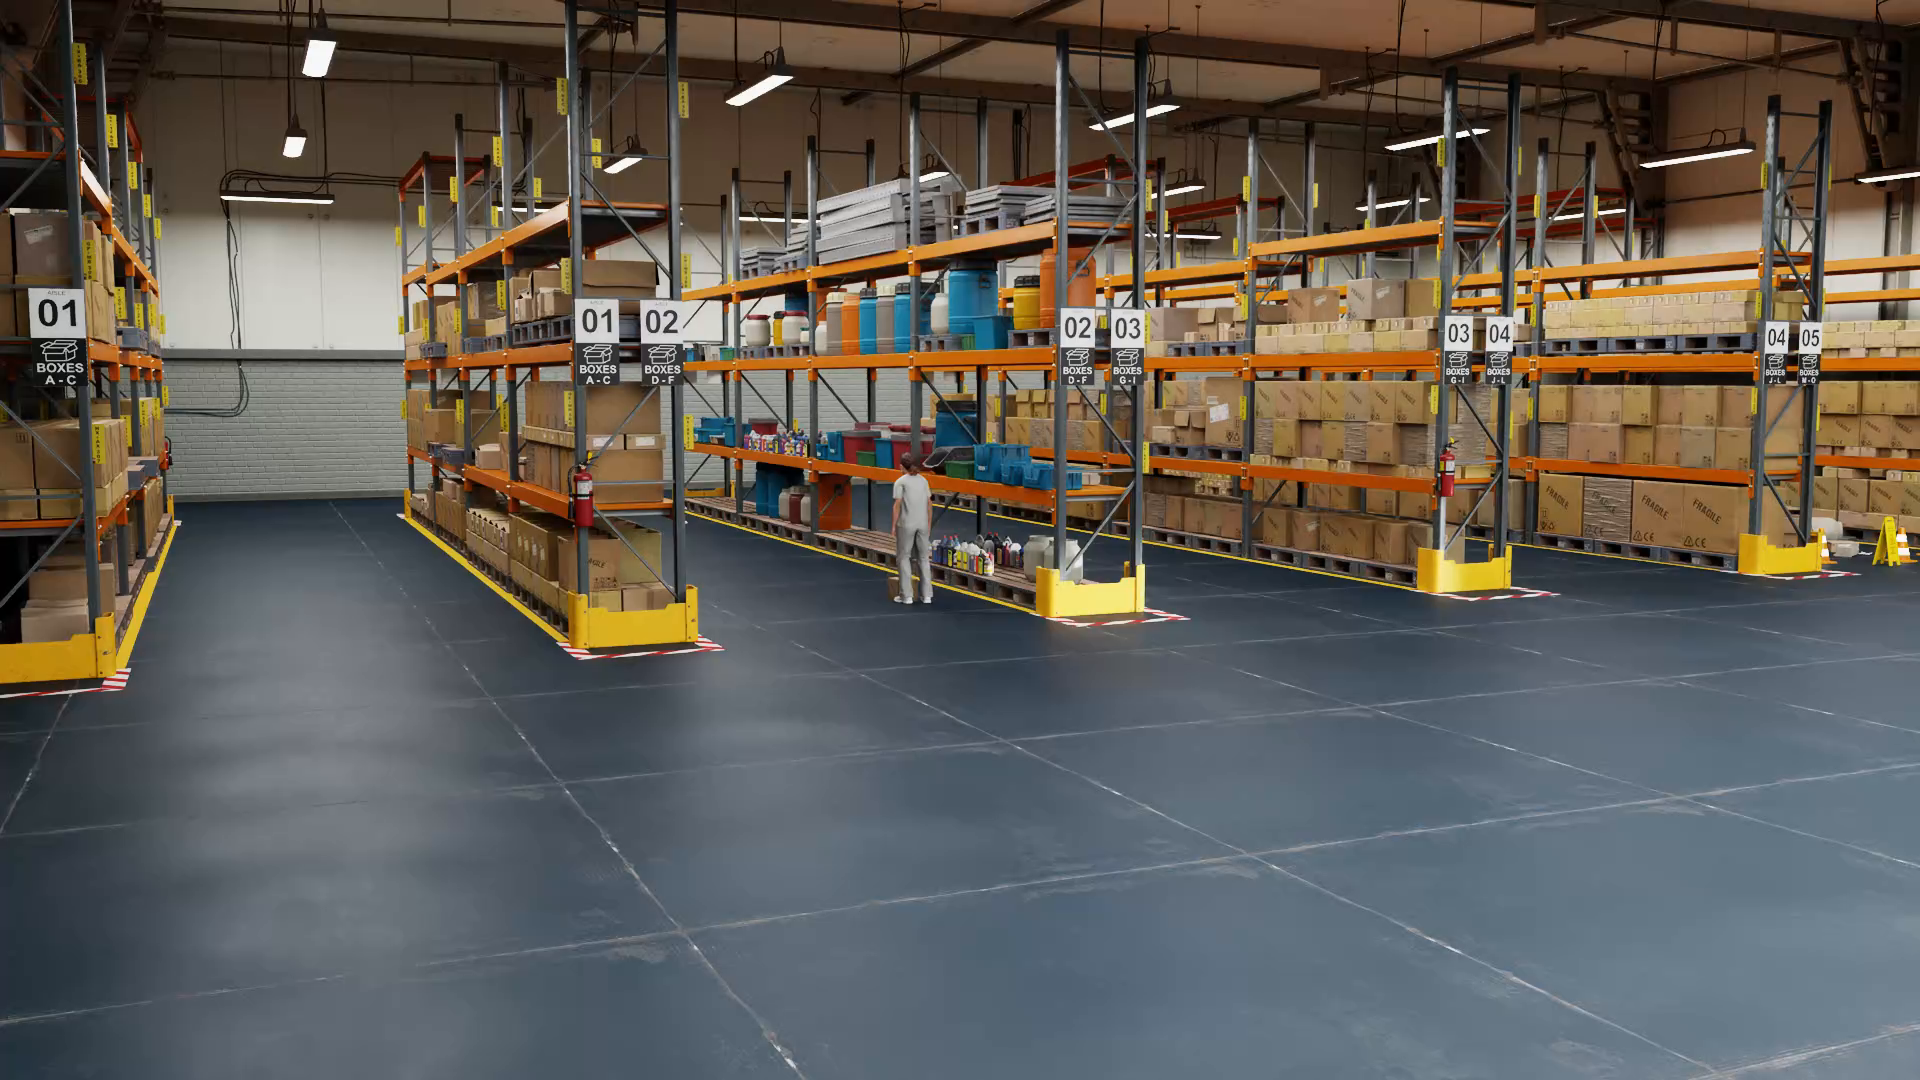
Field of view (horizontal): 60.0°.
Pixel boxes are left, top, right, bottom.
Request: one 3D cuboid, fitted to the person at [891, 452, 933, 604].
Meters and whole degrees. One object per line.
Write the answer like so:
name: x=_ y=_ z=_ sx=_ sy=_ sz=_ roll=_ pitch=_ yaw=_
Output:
person: x=-0.540 y=-0.134 z=18.373 sx=0.514 sy=1.671 sz=0.416 roll=-3 pitch=6 yaw=-27
